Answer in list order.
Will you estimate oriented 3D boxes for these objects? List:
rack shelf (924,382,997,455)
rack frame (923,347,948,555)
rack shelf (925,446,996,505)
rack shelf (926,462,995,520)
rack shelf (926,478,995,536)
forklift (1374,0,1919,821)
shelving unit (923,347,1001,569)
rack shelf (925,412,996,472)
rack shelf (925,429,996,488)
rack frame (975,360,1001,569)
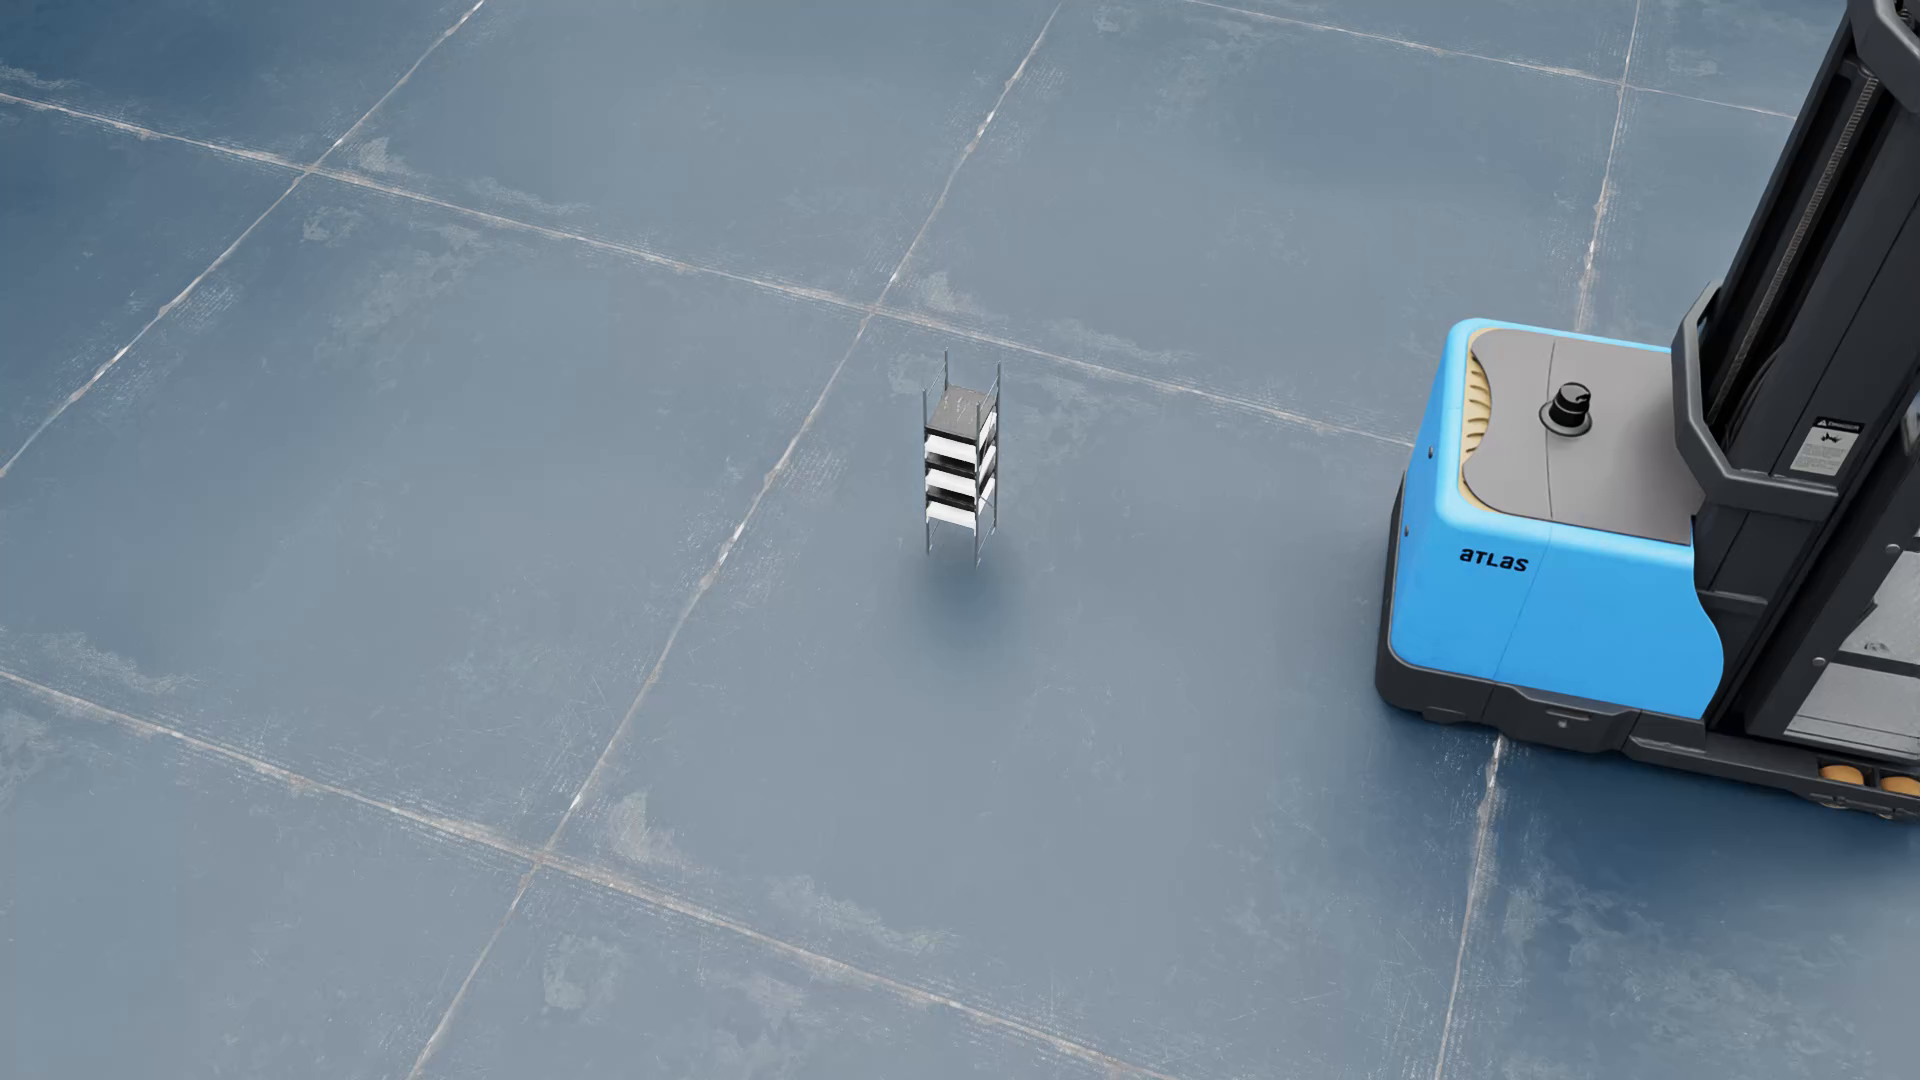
[{"bbox_3d":[0.008,-0.448,6.096,0.200,0.077,0.258,16,51,13],"label":"rack shelf"},{"bbox_3d":[-0.088,-0.319,6.298,0.006,0.900,0.240,16,51,13],"label":"rack frame"},{"bbox_3d":[0.008,-0.271,6.300,0.200,0.077,0.258,16,51,13],"label":"rack shelf"},{"bbox_3d":[0.008,-0.212,6.368,0.200,0.077,0.258,16,51,13],"label":"rack shelf"},{"bbox_3d":[0.008,-0.153,6.436,0.200,0.077,0.258,16,51,13],"label":"rack shelf"},{"bbox_3d":[3.087,-0.435,5.054,3.031,2.935,1.130,11,50,9],"label":"forklift"},{"bbox_3d":[0.008,-0.293,6.275,0.210,0.900,0.258,16,51,13],"label":"shelving unit"},{"bbox_3d":[0.008,-0.389,6.164,0.200,0.077,0.258,16,51,13],"label":"rack shelf"},{"bbox_3d":[0.008,-0.330,6.232,0.200,0.077,0.258,16,51,13],"label":"rack shelf"},{"bbox_3d":[0.103,-0.266,6.252,0.006,0.900,0.240,16,51,13],"label":"rack frame"}]
